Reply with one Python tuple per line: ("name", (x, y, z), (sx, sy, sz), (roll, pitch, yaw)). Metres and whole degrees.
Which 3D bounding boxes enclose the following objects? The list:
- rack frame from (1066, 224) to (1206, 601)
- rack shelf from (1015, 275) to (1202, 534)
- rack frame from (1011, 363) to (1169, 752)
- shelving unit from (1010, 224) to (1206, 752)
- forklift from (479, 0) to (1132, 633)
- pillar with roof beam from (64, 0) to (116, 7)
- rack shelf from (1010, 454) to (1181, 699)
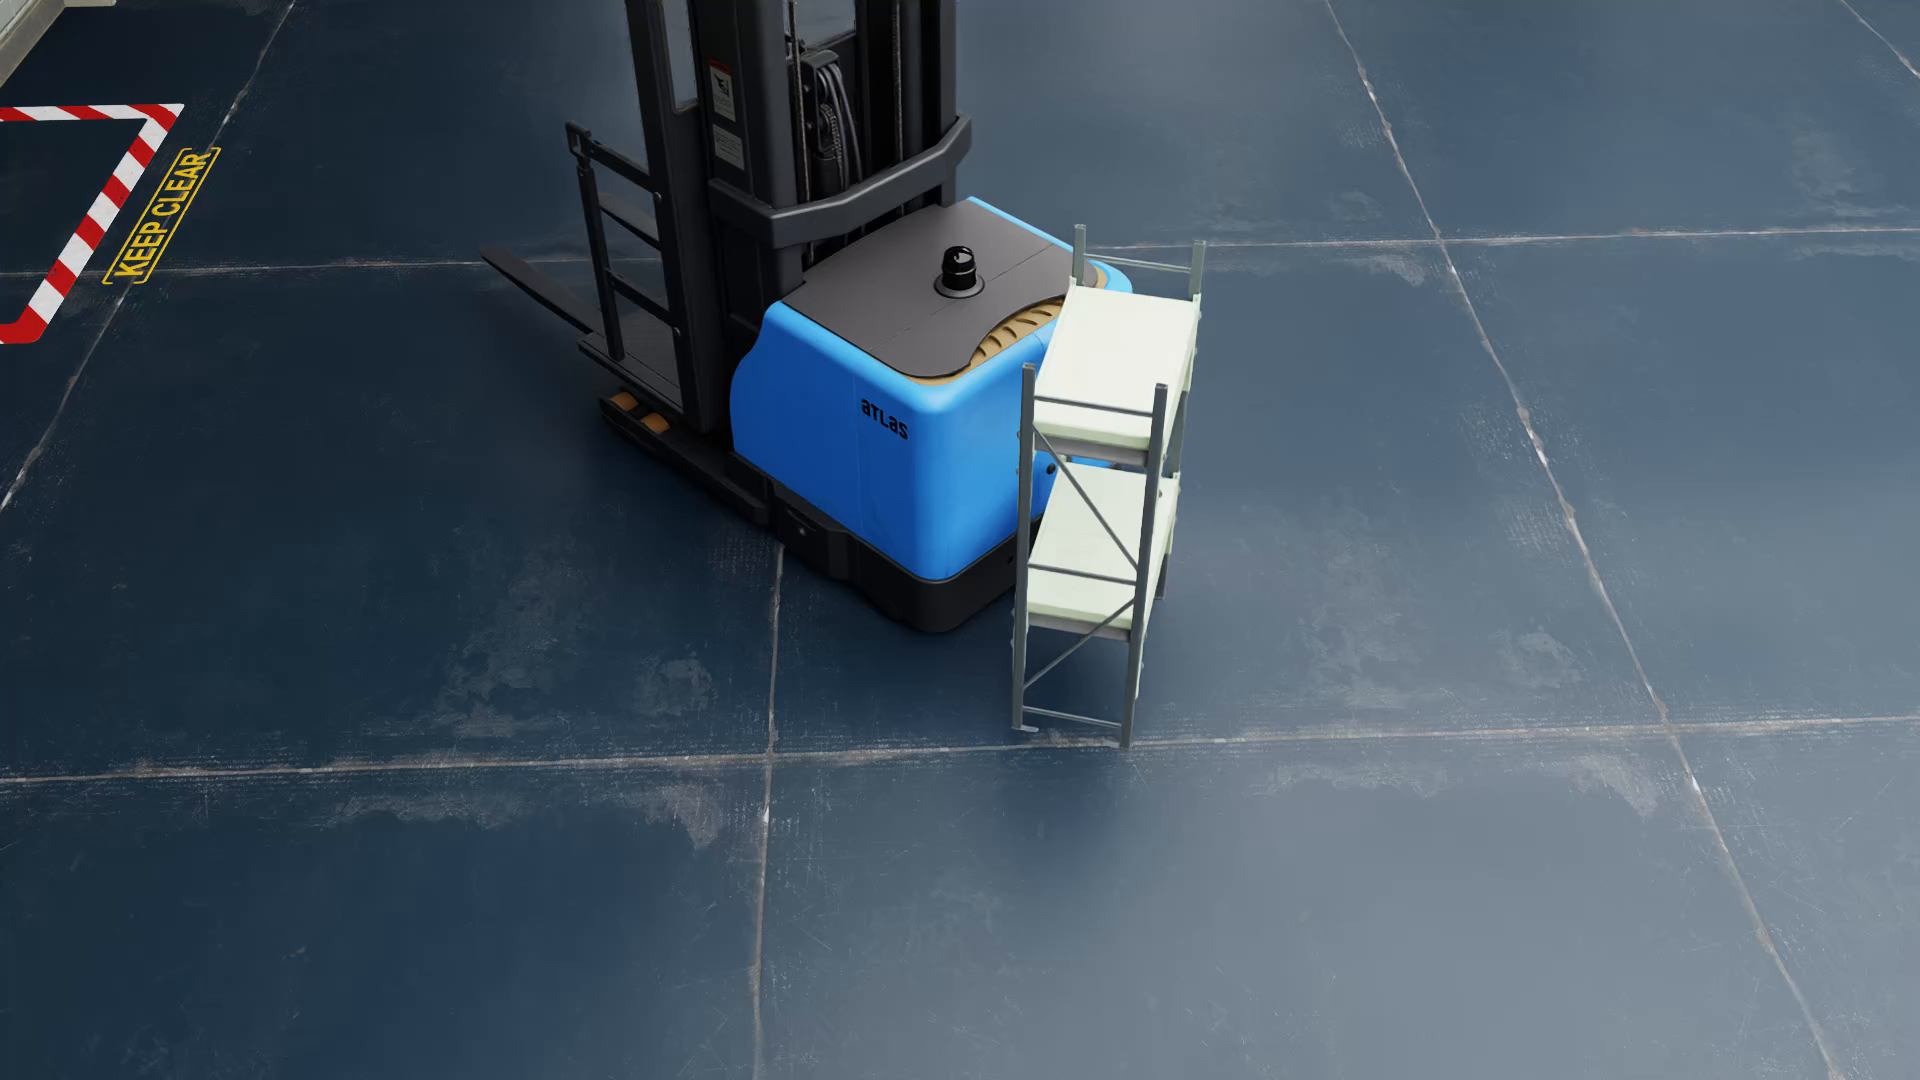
("rack frame", (0.545, -0.373, 5.547), (0.400, 1.500, 0.023), (10, 43, 10))
("rack shelf", (0.456, -0.421, 5.022), (0.431, 0.370, 0.720), (10, 43, 10))
("rack frame", (0.367, 0.106, 5.024), (0.400, 1.500, 0.023), (10, 43, 10))
("shelving unit", (0.456, -0.134, 5.286), (0.431, 1.500, 0.755), (10, 43, 10))
("forklift", (-0.803, -1.642, 5.873), (3.031, 2.935, 1.130), (33, 52, 31))
("pillar with roof beam", (-0.761, -6.662, 6.859), (9.100, 9.000, 0.400), (-2, 43, -2))
("rack shelf", (0.456, 0.107, 5.506), (0.431, 0.370, 0.720), (10, 43, 10))
